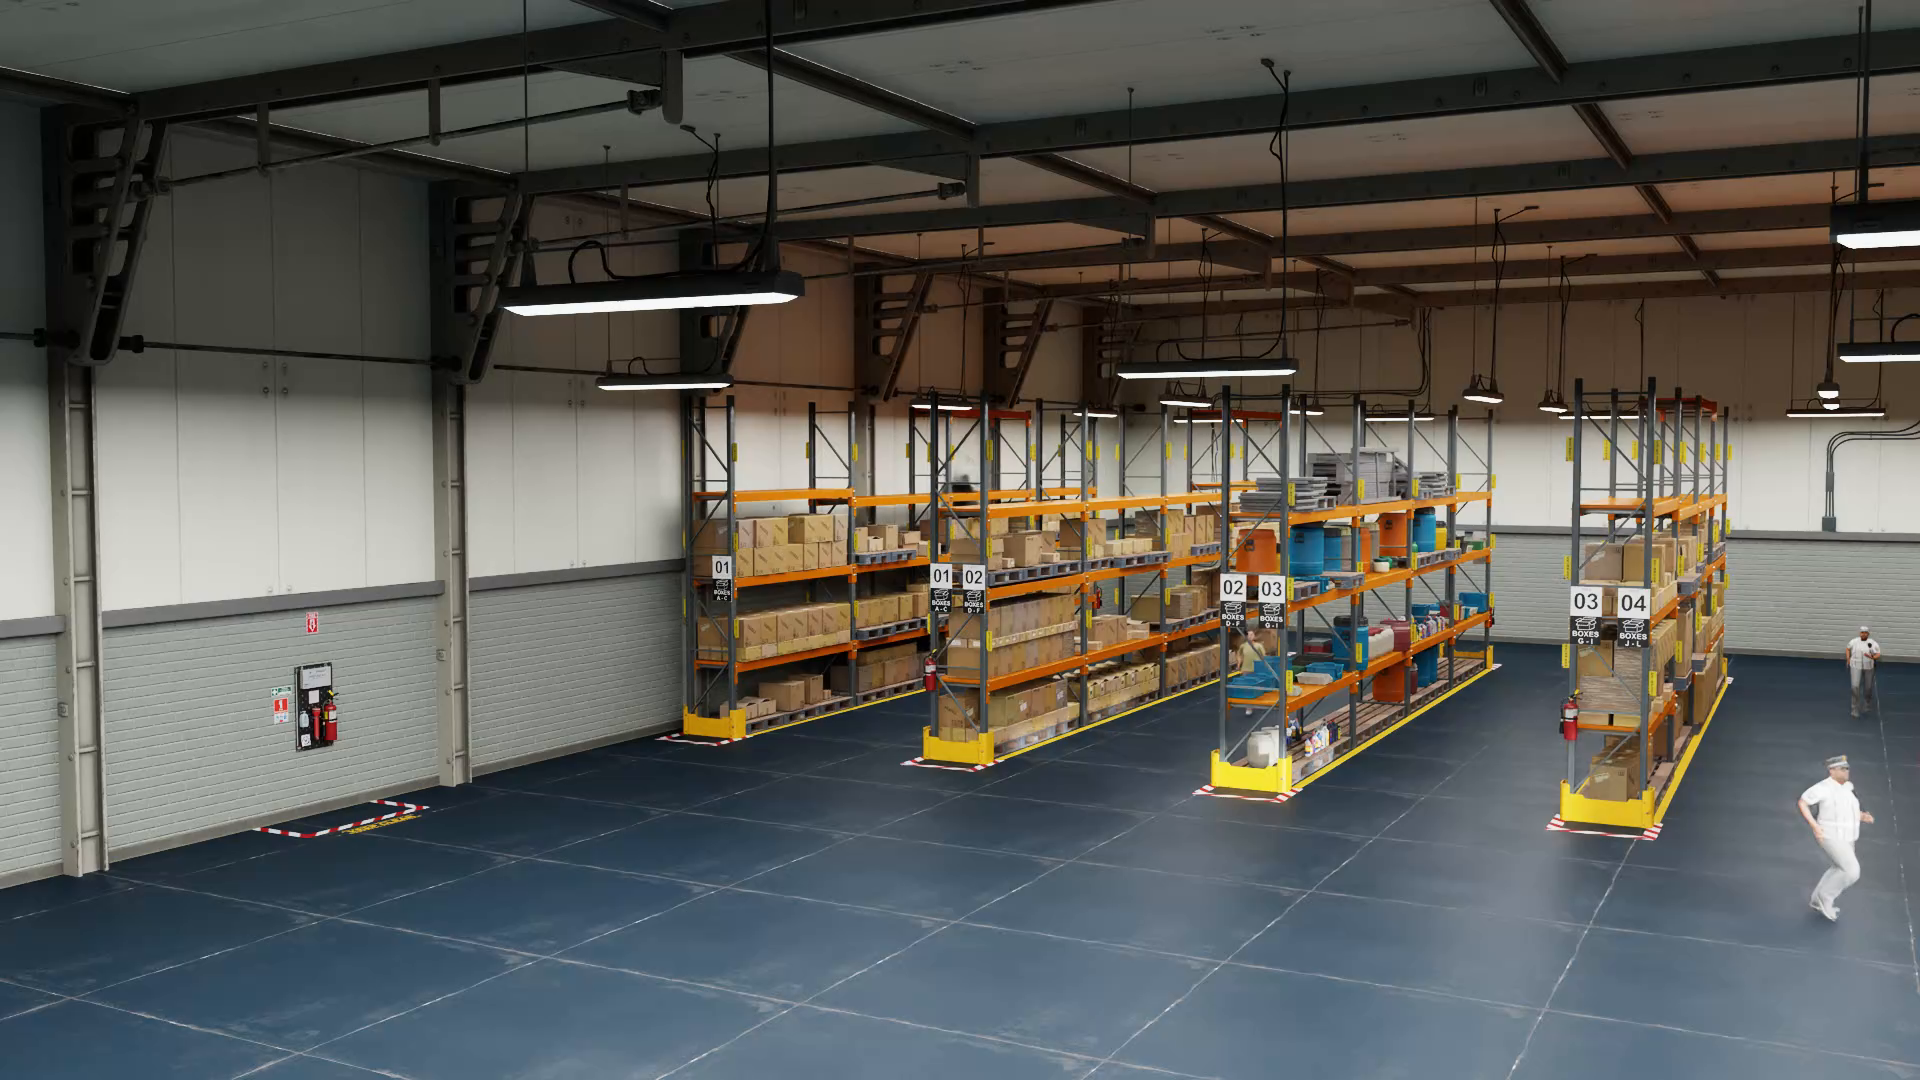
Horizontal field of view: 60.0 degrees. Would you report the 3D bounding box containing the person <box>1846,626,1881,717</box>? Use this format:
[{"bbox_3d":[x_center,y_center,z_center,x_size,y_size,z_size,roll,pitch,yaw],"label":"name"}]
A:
[{"bbox_3d":[17.243,2.501,31.761,0.581,1.727,0.755,2,3,27],"label":"person"}]

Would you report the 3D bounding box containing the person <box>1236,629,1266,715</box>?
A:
[{"bbox_3d":[5.565,2.518,31.830,0.580,1.608,0.609,1,3,22],"label":"person"}]

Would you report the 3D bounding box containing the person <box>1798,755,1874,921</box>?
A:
[{"bbox_3d":[9.423,3.182,17.790,0.637,1.775,0.675,-2,4,-32],"label":"person"}]
